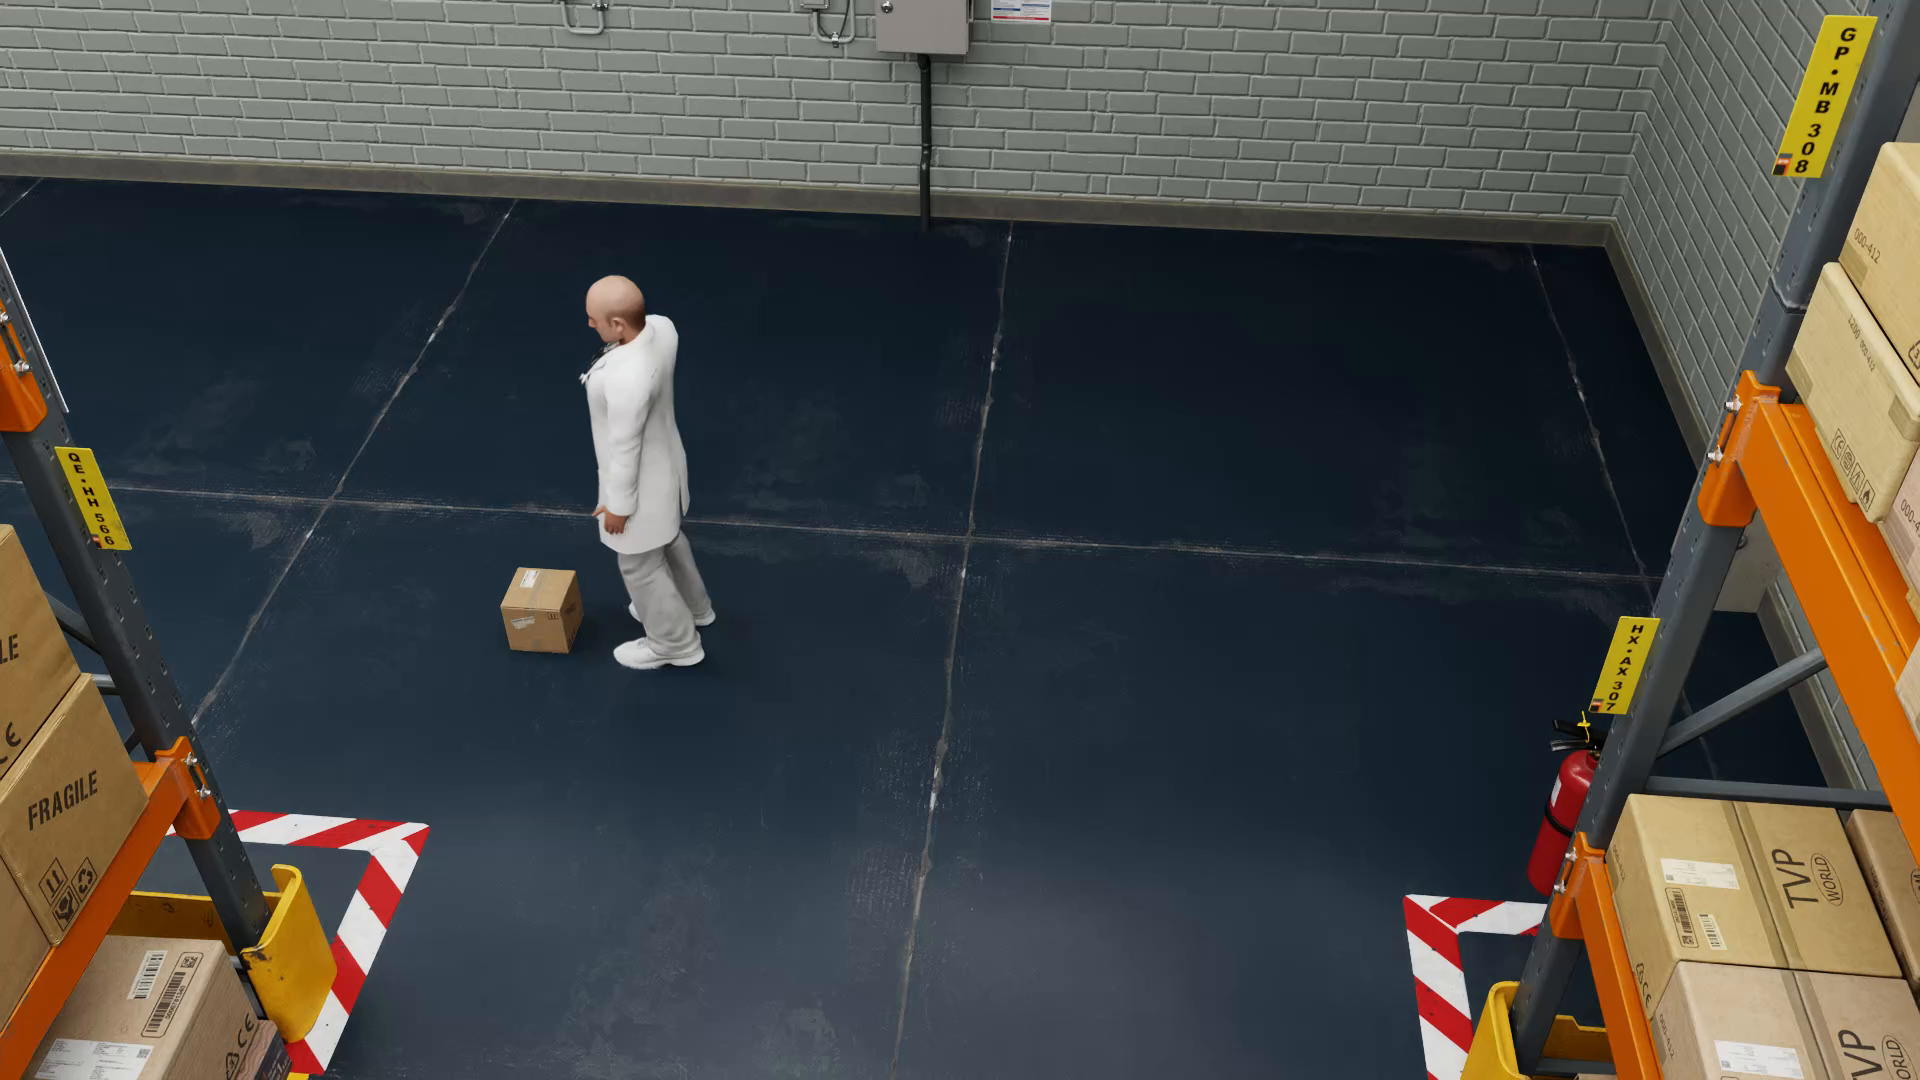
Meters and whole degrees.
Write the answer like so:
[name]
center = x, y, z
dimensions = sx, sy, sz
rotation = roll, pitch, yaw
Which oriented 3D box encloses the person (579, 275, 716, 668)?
[person]
center = -1.250, -0.247, 6.475
dimensions = 0.383, 1.777, 0.562
rotation = 4, 40, 5
